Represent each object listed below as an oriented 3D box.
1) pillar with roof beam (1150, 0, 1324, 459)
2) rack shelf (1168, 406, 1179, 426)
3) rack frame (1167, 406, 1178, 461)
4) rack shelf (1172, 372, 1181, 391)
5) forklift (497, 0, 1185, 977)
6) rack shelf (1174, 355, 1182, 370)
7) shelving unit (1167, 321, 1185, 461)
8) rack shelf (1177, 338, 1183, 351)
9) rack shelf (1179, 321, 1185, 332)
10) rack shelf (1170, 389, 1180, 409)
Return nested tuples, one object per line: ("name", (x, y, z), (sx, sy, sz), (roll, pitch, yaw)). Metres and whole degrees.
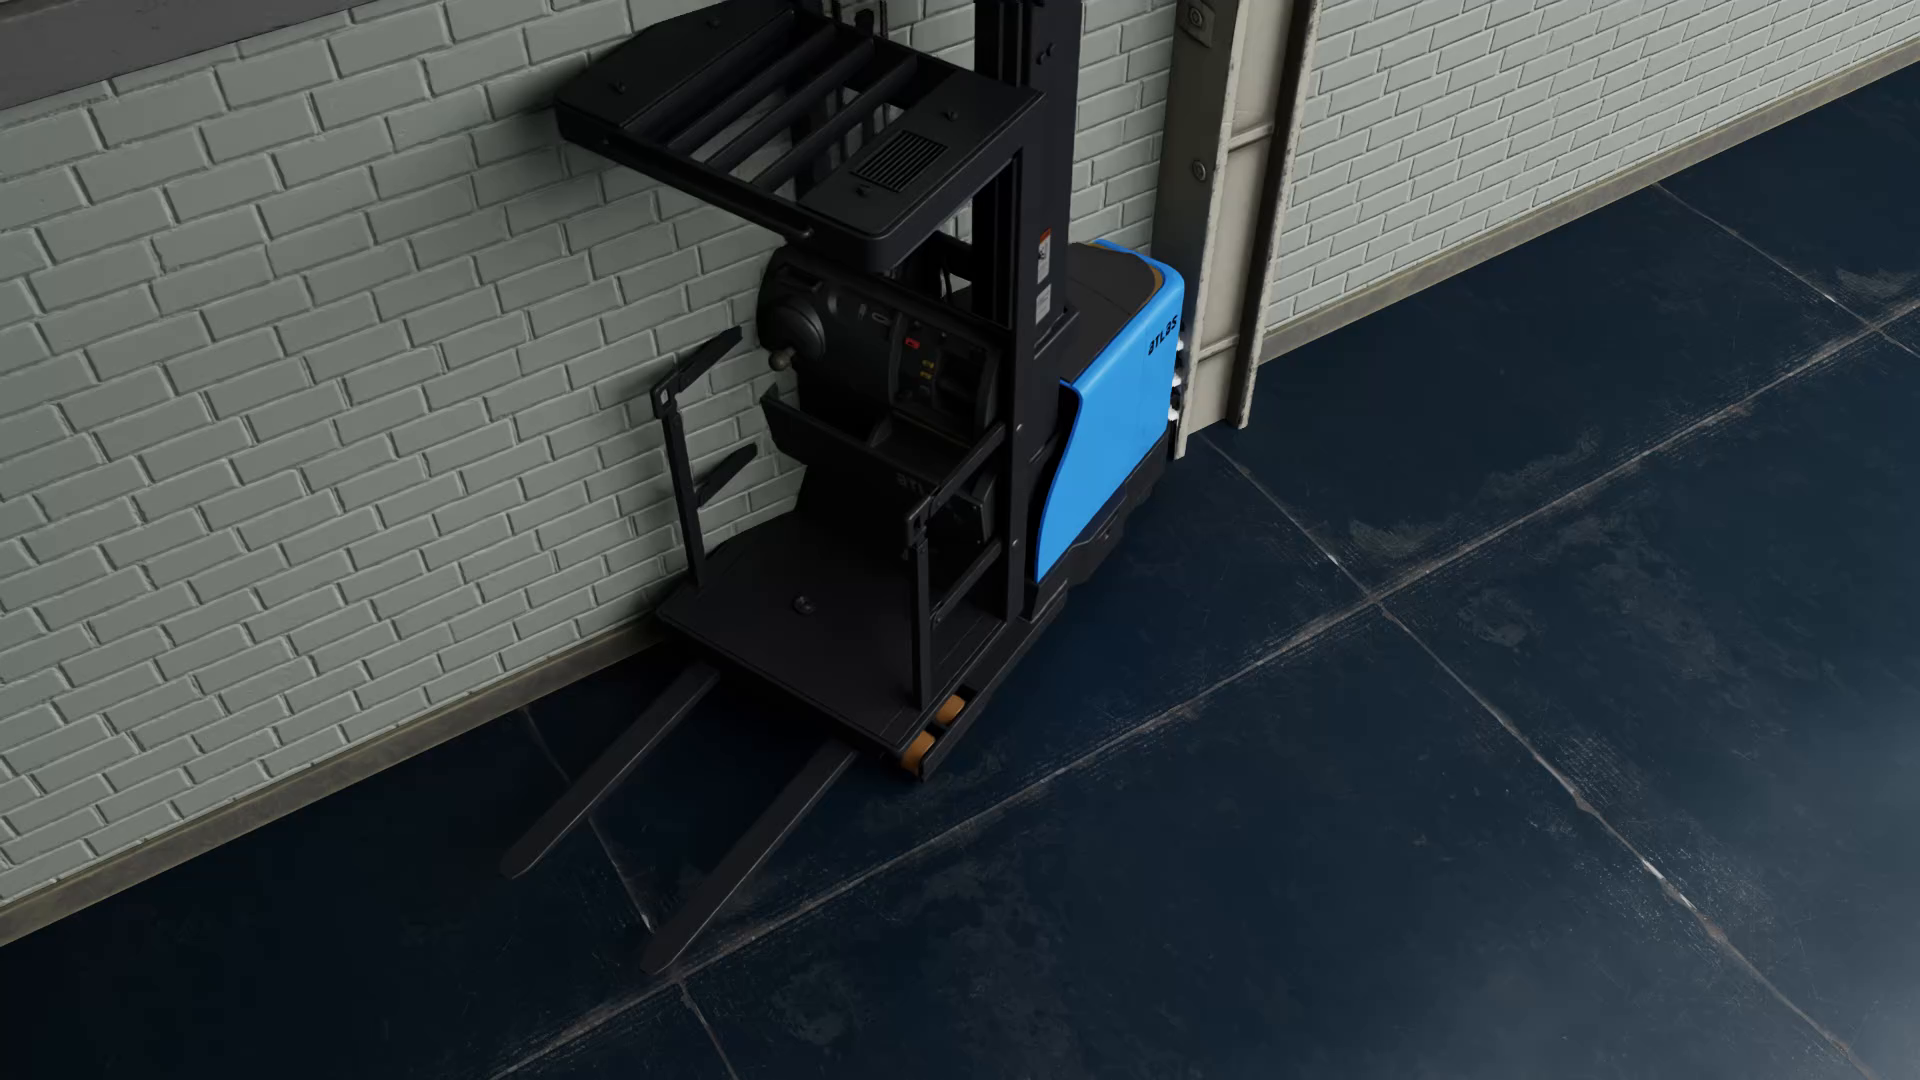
("pillar with roof beam", (3.286, -0.786, 1.370), (0.400, 9.000, 9.100), (-25, 53, -21))
("rack shelf", (0.746, -0.533, 6.862), (0.200, 0.077, 0.258), (-24, 49, -22))
("rack frame", (0.829, -0.725, 6.752), (0.006, 0.900, 0.240), (-24, 49, -22))
("rack shelf", (0.743, -0.662, 6.737), (0.200, 0.077, 0.258), (-24, 49, -22))
("forklift", (-0.391, -0.541, 5.215), (1.130, 2.935, 3.031), (27, 54, 22))
("rack shelf", (0.742, -0.727, 6.675), (0.200, 0.077, 0.258), (-24, 49, -22))
("shelving unit", (0.743, -0.686, 6.714), (0.210, 0.900, 0.258), (-24, 49, -22))
("rack shelf", (0.741, -0.792, 6.612), (0.200, 0.077, 0.258), (-24, 49, -22))
("rack shelf", (0.739, -0.856, 6.550), (0.200, 0.077, 0.258), (-24, 49, -22))
("rack shelf", (0.745, -0.597, 6.800), (0.200, 0.077, 0.258), (-24, 49, -22))
